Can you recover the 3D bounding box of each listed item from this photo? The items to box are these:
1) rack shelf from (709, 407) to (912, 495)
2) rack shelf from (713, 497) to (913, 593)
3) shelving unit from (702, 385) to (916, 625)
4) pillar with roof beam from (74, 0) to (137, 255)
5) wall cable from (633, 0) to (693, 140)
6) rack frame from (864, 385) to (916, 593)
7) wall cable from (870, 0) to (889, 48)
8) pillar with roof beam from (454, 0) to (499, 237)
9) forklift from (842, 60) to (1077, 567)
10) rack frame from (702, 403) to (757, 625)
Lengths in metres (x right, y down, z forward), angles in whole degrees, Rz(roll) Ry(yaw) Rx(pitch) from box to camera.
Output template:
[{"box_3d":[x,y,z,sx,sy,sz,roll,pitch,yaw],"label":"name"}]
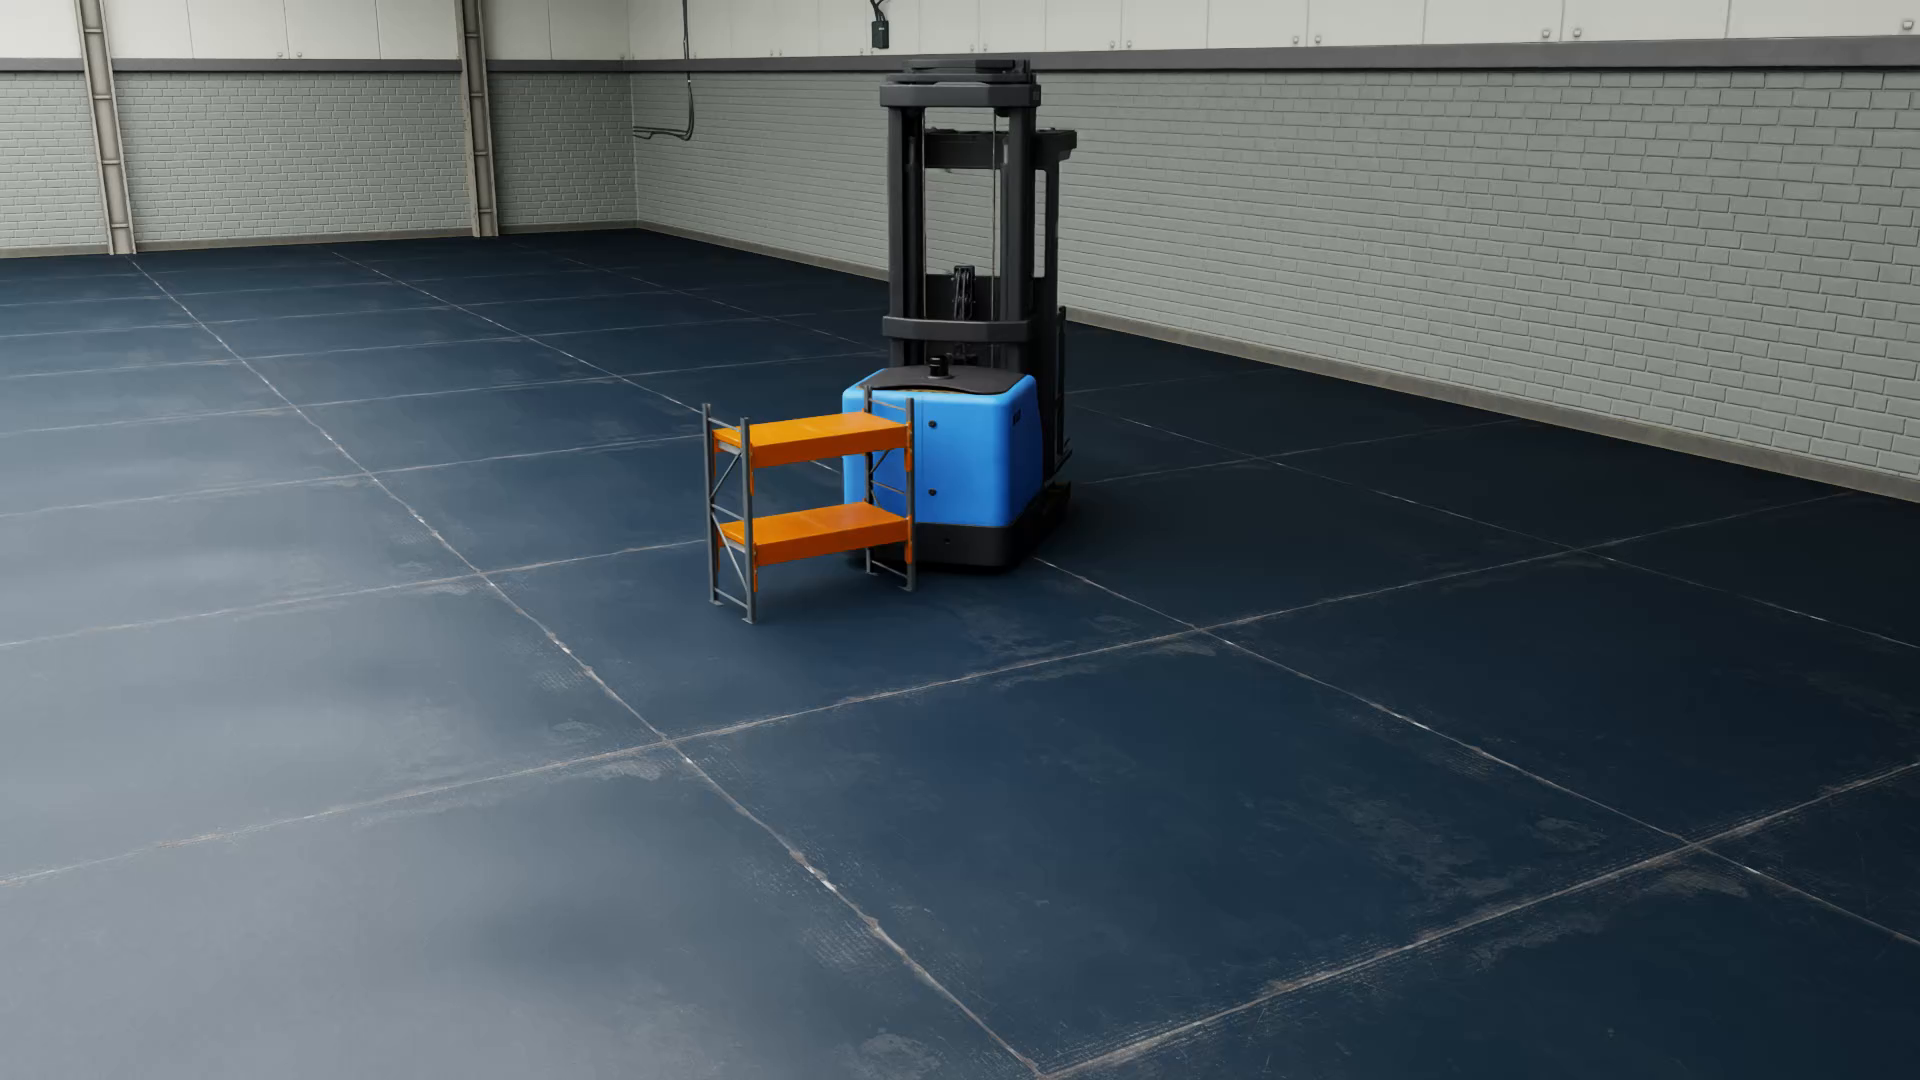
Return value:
[{"box_3d":[-0.826,-0.502,9.185,1.000,0.278,0.538,-10,19,-32],"label":"rack shelf"},{"box_3d":[-0.826,0.016,9.330,1.000,0.278,0.538,-10,19,-32],"label":"rack shelf"},{"box_3d":[-0.826,-0.220,9.264,1.048,1.125,0.538,-10,19,-32],"label":"shelving unit"},{"box_3d":[-11.605,-8.070,22.679,0.400,9.000,9.100,-9,18,-30],"label":"pillar with roof beam"},{"box_3d":[-5.473,-8.508,29.996,0.112,2.526,3.097,-9,18,-30],"label":"wall cable"},{"box_3d":[-0.404,-0.296,9.537,0.032,1.125,0.500,-10,19,-32],"label":"rack frame"},{"box_3d":[-0.597,-9.442,21.274,0.169,6.003,2.305,-9,18,-30],"label":"wall cable"},{"box_3d":[-6.462,-8.904,25.654,0.400,9.000,9.100,-9,18,-30],"label":"pillar with roof beam"},{"box_3d":[0.138,-1.610,10.879,1.130,2.935,3.031,4,16,13],"label":"forklift"},{"box_3d":[-1.248,-0.143,8.991,0.032,1.125,0.500,-10,19,-32],"label":"rack frame"}]
